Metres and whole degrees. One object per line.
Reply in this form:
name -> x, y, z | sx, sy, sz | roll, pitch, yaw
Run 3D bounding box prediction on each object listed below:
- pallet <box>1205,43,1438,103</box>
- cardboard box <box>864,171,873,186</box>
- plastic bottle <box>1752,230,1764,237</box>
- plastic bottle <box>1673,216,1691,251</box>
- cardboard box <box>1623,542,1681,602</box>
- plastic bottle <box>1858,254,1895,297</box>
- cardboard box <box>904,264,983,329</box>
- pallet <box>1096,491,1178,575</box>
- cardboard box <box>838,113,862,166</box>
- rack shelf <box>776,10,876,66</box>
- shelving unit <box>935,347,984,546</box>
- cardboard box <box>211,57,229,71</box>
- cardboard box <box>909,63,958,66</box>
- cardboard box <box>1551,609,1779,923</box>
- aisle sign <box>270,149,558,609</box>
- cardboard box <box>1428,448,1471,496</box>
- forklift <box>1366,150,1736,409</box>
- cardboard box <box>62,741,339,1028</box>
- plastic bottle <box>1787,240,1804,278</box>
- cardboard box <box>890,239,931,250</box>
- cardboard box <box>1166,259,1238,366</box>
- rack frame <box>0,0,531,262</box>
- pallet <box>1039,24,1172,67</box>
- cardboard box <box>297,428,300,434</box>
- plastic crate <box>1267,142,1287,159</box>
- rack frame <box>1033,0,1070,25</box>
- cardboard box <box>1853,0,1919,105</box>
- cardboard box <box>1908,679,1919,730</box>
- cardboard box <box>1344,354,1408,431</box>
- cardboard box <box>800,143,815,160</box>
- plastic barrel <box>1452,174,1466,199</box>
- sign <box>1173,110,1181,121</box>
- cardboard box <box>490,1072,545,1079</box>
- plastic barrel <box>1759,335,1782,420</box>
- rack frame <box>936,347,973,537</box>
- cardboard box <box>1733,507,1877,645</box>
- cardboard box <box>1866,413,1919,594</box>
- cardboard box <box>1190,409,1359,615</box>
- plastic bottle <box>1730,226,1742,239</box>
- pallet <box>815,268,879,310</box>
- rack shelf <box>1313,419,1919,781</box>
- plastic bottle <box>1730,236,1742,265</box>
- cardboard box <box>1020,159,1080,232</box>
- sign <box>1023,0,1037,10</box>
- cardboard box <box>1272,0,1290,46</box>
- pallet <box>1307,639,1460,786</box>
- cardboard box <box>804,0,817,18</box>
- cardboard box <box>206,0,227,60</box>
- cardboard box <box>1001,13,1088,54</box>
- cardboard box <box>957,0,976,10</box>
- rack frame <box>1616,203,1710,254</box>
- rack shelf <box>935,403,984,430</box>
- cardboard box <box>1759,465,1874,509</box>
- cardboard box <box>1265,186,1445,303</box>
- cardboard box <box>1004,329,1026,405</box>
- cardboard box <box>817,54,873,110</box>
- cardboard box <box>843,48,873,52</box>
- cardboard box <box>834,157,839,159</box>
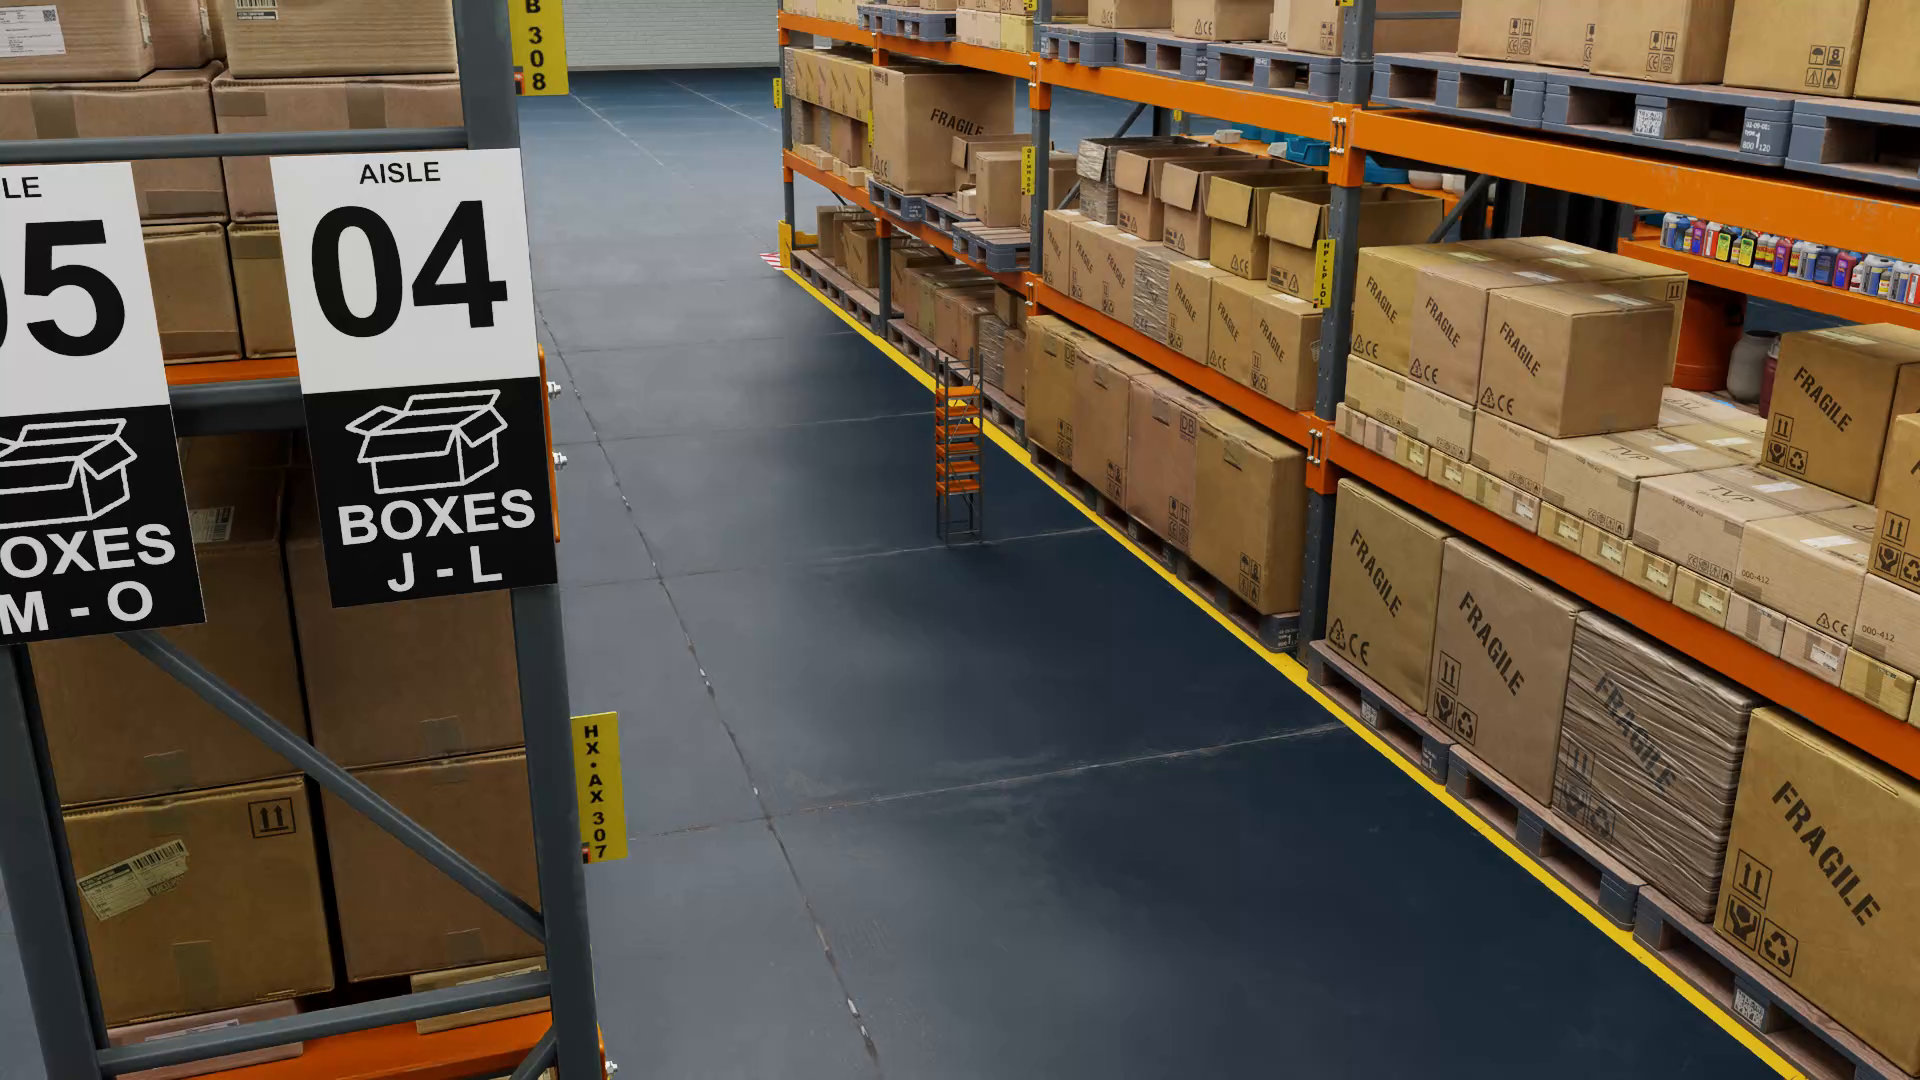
pallet -> 1.909, -2.427, 8.581 | 0.805, 0.209, 1.217 | -7, 21, -19
cardboard box -> -0.708, -3.471, 16.014 | 0.380, 0.149, 0.250 | -6, 21, -17
plastic bottle -> 6.240, -2.409, 12.980 | 0.097, 0.201, 0.097 | 0, 20, 0
plastic bottle -> 5.529, -2.352, 12.718 | 0.097, 0.271, 0.097 | 0, 20, 0
cardboard box -> 2.673, 0.096, 6.084 | 0.380, 0.149, 0.250 | -6, 21, -17
plastic bottle -> 6.127, -1.773, 11.098 | 0.152, 0.276, 0.135 | -6, 21, -17
cardboard box -> -0.098, -2.215, 15.192 | 0.700, 0.500, 0.500 | -8, 21, -21
pallet -> 1.543, -0.136, 10.482 | 1.003, 0.211, 1.213 | -6, 21, -17
cardboard box -> -0.729, -4.035, 16.626 | 0.875, 0.500, 0.500 | -6, 21, -17
rack shelf -> -0.899, -5.098, 16.800 | 1.077, 0.370, 4.000 | -6, 21, -17
shelving unit -> -0.005, -0.569, 10.227 | 0.258, 1.200, 0.189 | -6, 21, -17
cardboard box -> -1.787, -0.899, 3.527 | 0.500, 0.250, 0.500 | -7, 21, -19
cardboard box -> -0.170, -4.212, 15.640 | 0.500, 0.500, 0.500 | -6, 21, -17
cardboard box -> 2.938, 0.781, 6.327 | 0.875, 0.875, 0.875 | -6, 21, -17
aisle sign -> -0.931, -0.270, 2.885 | 0.394, 0.787, 0.004 | -6, 21, -17
cardboard box -> 2.272, -0.315, 7.227 | 0.380, 0.149, 0.250 | -7, 21, -19
forklift -> 2.989, -1.366, 9.884 | 3.031, 2.935, 1.130 | 18, 26, 40
cardboard box -> -1.624, 0.658, 3.559 | 0.500, 0.500, 0.500 | -6, 21, -16
plastic bottle -> 5.892, -1.982, 11.686 | 0.097, 0.271, 0.097 | 0, 20, 0
cardboard box -> -0.545, -2.720, 16.629 | 0.500, 0.500, 0.500 | 0, 20, 0
cardboard box -> 1.518, -1.311, 9.480 | 0.500, 0.500, 0.500 | -7, 21, -18
rack frame -> -1.239, -1.861, 2.287 | 1.000, 3.000, 0.127 | -6, 21, -17
pallet -> 1.240, -3.222, 10.790 | 1.213, 0.211, 1.003 | -5, 20, -15
cardboard box -> -1.950, -0.145, 4.314 | 0.500, 0.500, 0.500 | -5, 20, -14
plastic crate -> 3.681, -4.280, 18.284 | 0.530, 0.136, 0.437 | -6, 21, -17
rack frame -> 0.987, -4.923, 10.811 | 1.000, 3.000, 0.127 | -6, 21, -17
cardboard box -> 3.225, -1.591, 5.053 | 0.700, 0.500, 0.500 | -7, 21, -19
cardboard box -> 3.077, 0.506, 4.941 | 0.380, 0.149, 0.250 | -6, 21, -16
cardboard box -> 2.143, -0.707, 7.729 | 0.500, 0.250, 0.500 | -7, 21, -18
cardboard box -> -1.539, -4.268, 18.233 | 0.380, 0.149, 0.250 | -6, 21, -17
plastic barrel -> 4.755, -3.408, 15.266 | 0.433, 0.535, 0.433 | 0, 20, 0
sign -> 2.651, -5.266, 20.232 | 0.100, 0.325, 0.005 | -6, 21, -17
cardboard box -> -1.282, 1.546, 4.390 | 0.380, 0.149, 0.250 | -6, 21, -16
plastic barrel -> 6.214, -1.171, 12.186 | 0.600, 0.588, 0.708 | -6, 21, -17
rack frame -> -0.033, -0.599, 10.308 | 0.240, 1.200, 0.006 | -6, 21, -17
cardboard box -> 2.938, 0.108, 5.461 | 0.500, 0.250, 0.500 | -7, 21, -18
cardboard box -> 3.099, -0.083, 4.884 | 0.500, 0.500, 0.500 | -6, 21, -17
cardboard box -> 2.024, -0.217, 9.105 | 1.225, 0.875, 0.875 | -6, 21, -17
plastic bottle -> 5.732, -2.210, 12.323 | 0.097, 0.271, 0.097 | 0, 20, 0
pallet -> -0.902, -2.675, 17.552 | 1.003, 0.211, 1.213 | -6, 21, -17
rack shelf -> 2.873, 0.164, 6.586 | 1.077, 0.370, 4.000 | -6, 21, -17
plastic bottle -> 5.716, -2.128, 12.197 | 0.097, 0.201, 0.097 | 0, 20, 0
cardboard box -> 0.779, -2.514, 12.208 | 0.500, 0.500, 0.500 | -9, 22, -24
sign -> 0.471, -3.698, 11.072 | 0.100, 0.325, 0.005 | -6, 21, -17
cardboard box -> 1.985, -2.745, 8.695 | 0.500, 0.311, 0.500 | -7, 21, -19
pallet -> 2.409, 0.749, 8.020 | 1.003, 0.211, 1.213 | -6, 21, -17
cardboard box -> -1.301, -5.502, 17.081 | 0.500, 0.250, 0.500 | -6, 21, -17
cardboard box -> -1.688, -1.049, 3.356 | 0.380, 0.149, 0.250 | -7, 21, -19
cardboard box -> 0.605, -3.567, 11.696 | 0.500, 0.250, 0.500 | -6, 21, -17
cardboard box -> 0.287, -4.244, 12.471 | 0.500, 0.500, 0.500 | -6, 21, -16
rack frame -> 5.689, -2.626, 13.290 | 1.000, 3.000, 0.127 | -6, 21, -17
rack shelf -> -0.005, -0.753, 10.160 | 0.258, 0.103, 0.180 | -6, 21, -17
cardboard box -> 3.283, -0.112, 6.074 | 0.500, 0.250, 0.500 | -7, 21, -19
cardboard box -> 2.036, -1.539, 8.633 | 0.797, 0.503, 0.637 | -7, 21, -19
cardboard box -> 0.757, -1.343, 12.766 | 0.700, 0.500, 0.500 | -8, 21, -20
cardboard box -> -1.141, -4.638, 16.824 | 0.500, 0.500, 0.500 | -6, 21, -17
cardboard box -> -0.957, -5.015, 17.873 | 0.500, 0.500, 0.500 | -6, 21, -17
cardboard box -> -1.080, -3.874, 17.137 | 0.380, 0.149, 0.250 | -6, 21, -17
